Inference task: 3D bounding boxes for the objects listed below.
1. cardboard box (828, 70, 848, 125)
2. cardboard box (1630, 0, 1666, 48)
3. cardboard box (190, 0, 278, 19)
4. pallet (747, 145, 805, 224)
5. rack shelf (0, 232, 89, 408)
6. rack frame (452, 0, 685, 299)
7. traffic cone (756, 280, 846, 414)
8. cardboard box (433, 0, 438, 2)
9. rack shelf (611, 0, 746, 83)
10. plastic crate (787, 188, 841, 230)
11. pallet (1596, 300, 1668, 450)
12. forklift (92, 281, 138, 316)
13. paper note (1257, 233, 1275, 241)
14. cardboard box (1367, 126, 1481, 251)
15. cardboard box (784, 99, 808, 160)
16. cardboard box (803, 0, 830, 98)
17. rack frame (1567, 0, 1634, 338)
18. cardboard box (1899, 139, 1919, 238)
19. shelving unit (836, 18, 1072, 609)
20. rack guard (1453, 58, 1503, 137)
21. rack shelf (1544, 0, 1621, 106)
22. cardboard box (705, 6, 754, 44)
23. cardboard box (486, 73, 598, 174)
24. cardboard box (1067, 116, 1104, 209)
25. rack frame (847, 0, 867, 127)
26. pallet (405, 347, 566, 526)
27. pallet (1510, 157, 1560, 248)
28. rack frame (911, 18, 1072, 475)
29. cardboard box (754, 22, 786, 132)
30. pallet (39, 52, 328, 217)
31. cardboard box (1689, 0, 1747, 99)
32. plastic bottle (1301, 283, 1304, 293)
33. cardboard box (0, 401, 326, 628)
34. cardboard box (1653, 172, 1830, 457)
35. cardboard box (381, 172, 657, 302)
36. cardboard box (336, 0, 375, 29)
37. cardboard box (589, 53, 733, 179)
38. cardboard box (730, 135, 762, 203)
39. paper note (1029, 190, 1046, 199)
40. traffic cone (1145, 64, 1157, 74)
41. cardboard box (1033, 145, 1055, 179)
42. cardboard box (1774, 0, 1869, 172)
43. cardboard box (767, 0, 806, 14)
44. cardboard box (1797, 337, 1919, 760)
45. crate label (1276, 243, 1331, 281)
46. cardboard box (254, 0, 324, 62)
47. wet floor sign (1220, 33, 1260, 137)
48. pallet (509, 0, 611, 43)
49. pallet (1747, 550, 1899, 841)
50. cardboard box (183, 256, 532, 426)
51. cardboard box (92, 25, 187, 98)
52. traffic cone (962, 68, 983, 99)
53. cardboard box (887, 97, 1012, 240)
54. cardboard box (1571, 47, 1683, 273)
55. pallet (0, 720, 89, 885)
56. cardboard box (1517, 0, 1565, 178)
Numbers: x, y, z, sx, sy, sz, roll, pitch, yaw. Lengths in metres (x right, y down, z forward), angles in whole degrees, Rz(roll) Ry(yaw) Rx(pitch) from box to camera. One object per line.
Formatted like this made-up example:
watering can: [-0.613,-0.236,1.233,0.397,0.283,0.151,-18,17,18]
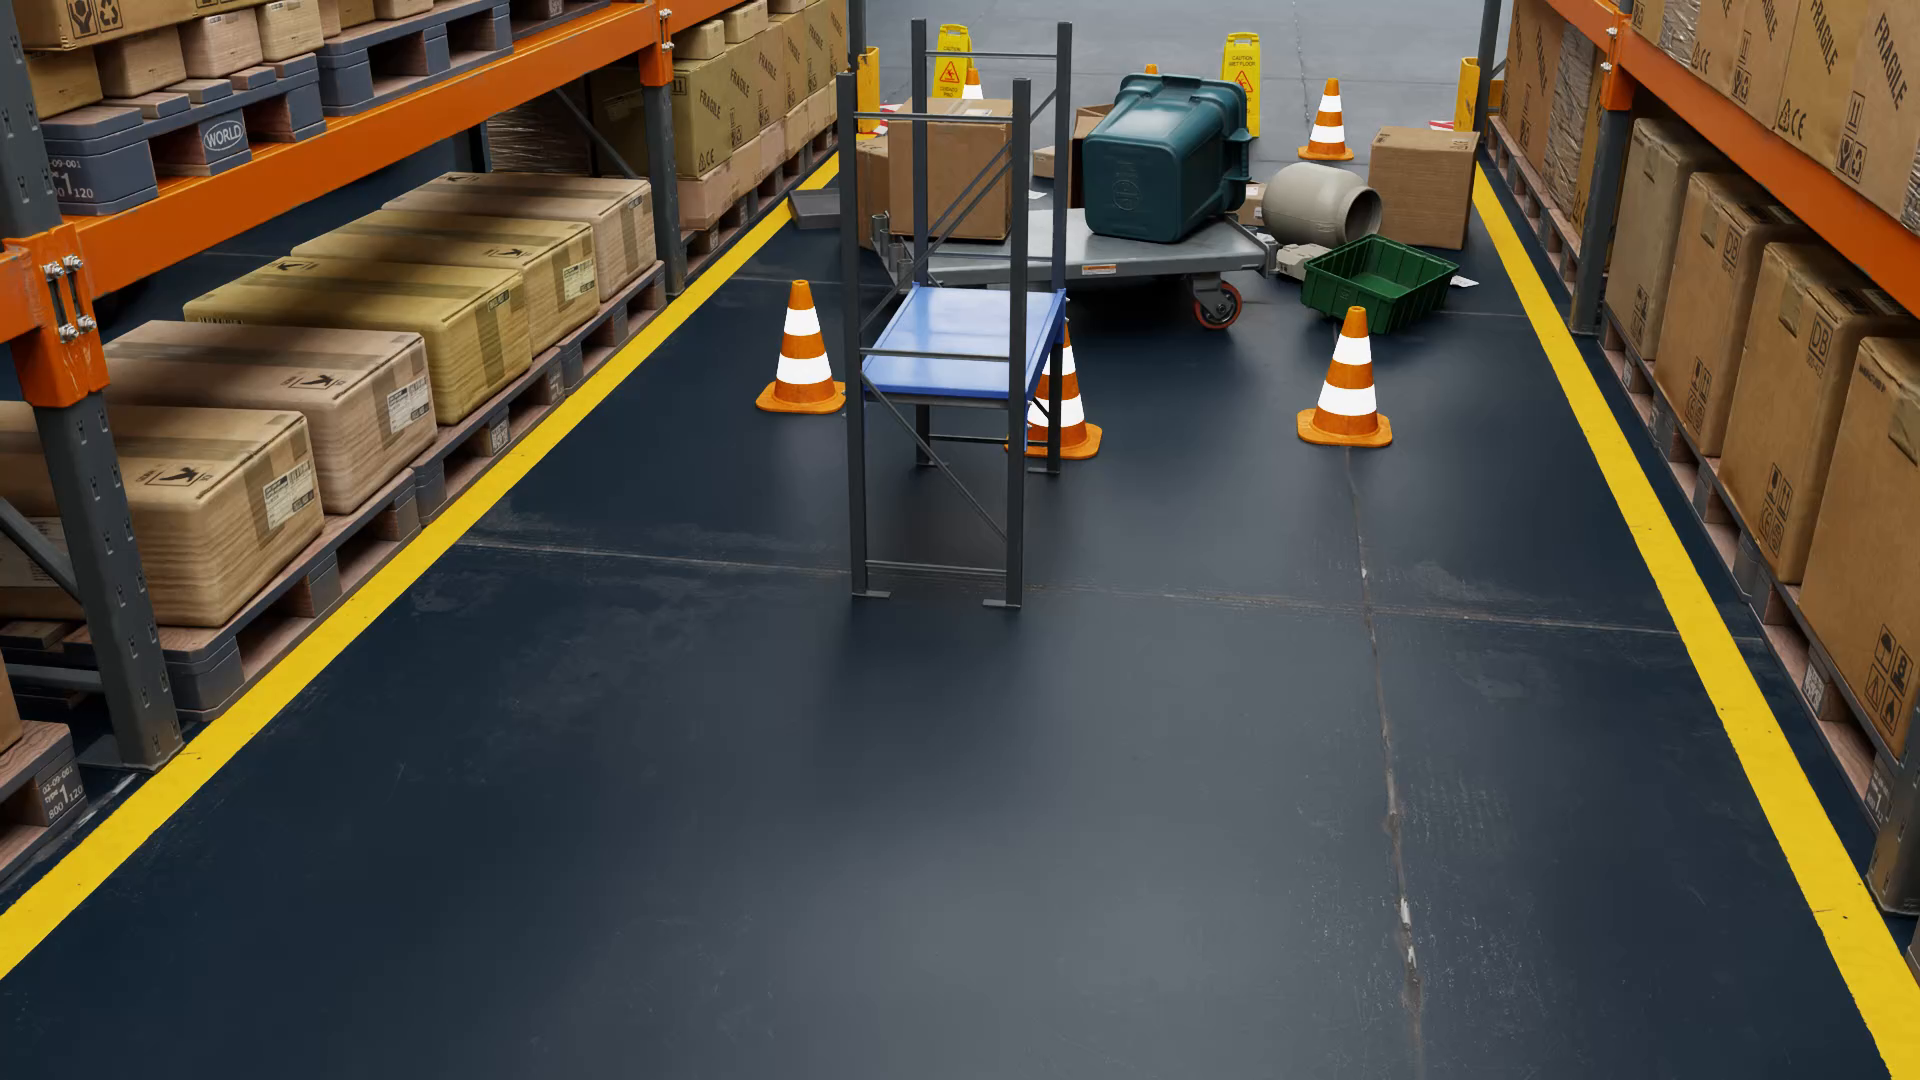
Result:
cardboard box: [-0.996,-2.774,10.386,0.500,0.250,0.500,4,25,8]
cardboard box: [2.770,-2.066,6.008,0.500,0.500,0.500,4,25,9]
cardboard box: [-2.053,-1.611,4.189,0.500,0.500,0.500,5,26,11]
pallet: [-1.507,-2.055,9.391,1.003,0.211,1.213,4,25,9]
rack shelf: [-2.759,0.312,1.893,1.077,0.370,4.000,4,25,9]
rack frame: [-1.779,-2.523,7.101,1.000,3.000,0.127,4,25,9]
traffic cone: [-0.600,-0.758,6.324,0.336,0.463,0.334,4,25,9]
cardboard box: [-1.916,-1.836,5.435,0.380,0.149,0.250,3,25,7]
rack shelf: [-1.452,-3.033,9.041,1.077,0.370,4.000,4,25,9]
plastic crate: [-0.713,-1.800,9.002,0.402,0.080,0.583,-5,25,-10]
pallet: [3.069,-0.631,6.350,1.003,0.211,1.213,4,25,9]
forklift: [-4.518,-2.789,7.752,1.130,2.935,3.031,-5,26,-11]
paper note: [1.538,-1.569,8.574,0.172,0.023,0.155,13,28,26]
cardboard box: [2.362,-1.811,8.527,0.500,0.500,0.500,8,26,18]
cardboard box: [-1.164,-2.349,9.477,0.500,0.250,0.500,3,25,7]
cardboard box: [-1.081,-2.909,9.789,0.500,0.500,0.500,5,26,10]
rack frame: [3.121,-2.222,6.459,1.000,3.000,0.127,4,25,9]
cardboard box: [2.276,-0.801,3.306,0.500,0.500,0.500,4,25,9]
shelving unit: [0.014,-0.715,5.008,0.538,1.500,1.048,4,25,9]
rack guard: [3.779,-2.773,10.584,1.175,0.500,0.348,4,25,9]
rack shelf: [3.448,-2.733,8.398,1.077,0.370,4.000,4,25,9]
cardboard box: [-1.254,-2.592,8.348,0.380,0.149,0.250,5,26,11]
cardboard box: [-1.947,-2.073,8.005,0.500,0.500,0.500,4,25,8]
cardboard box: [0.941,-1.825,8.395,0.797,0.637,0.503,4,25,9]
rack frame: [-1.125,-4.196,10.675,1.000,3.000,0.127,4,25,9]
pallet: [-2.102,-0.422,5.903,1.003,0.211,1.213,4,25,9]
pallet: [3.520,-1.783,8.811,1.003,0.211,1.213,4,25,9]
rack frame: [0.097,-0.928,5.462,0.500,1.500,0.032,4,25,9]
cardboard box: [-1.254,-2.477,8.867,0.500,0.500,0.500,5,26,11]
pallet: [-2.421,-1.068,4.220,1.213,0.211,1.003,4,25,9]
cardboard box: [2.604,-1.646,5.110,0.500,0.500,0.500,4,25,8]
plastic bottle: [1.677,-1.111,7.552,0.133,0.061,0.283,-9,27,-19]
cardboard box: [-2.330,-0.085,4.499,0.950,0.372,0.625,2,25,5]
cardboard box: [2.947,-0.724,5.418,1.050,0.750,0.750,4,25,9]
cardboard box: [-1.862,-1.303,7.100,0.950,0.372,0.625,4,25,9]
cardboard box: [-1.991,-1.617,4.967,0.380,0.149,0.250,5,26,11]
cardboard box: [-1.416,-2.035,7.923,0.500,0.500,0.500,5,26,11]
cardboard box: [-1.340,-1.920,8.561,0.500,0.250,0.500,5,26,11]
paper note: [0.397,-1.968,9.431,0.148,0.019,0.142,13,28,26]
traffic cone: [1.228,-2.843,10.778,0.336,0.463,0.334,4,25,9]
cardboard box: [0.654,-2.217,9.810,0.380,0.149,0.250,19,31,35]
cardboard box: [2.441,-1.219,4.198,0.500,0.500,0.500,4,25,8]
cardboard box: [-1.081,-3.048,9.321,0.380,0.149,0.250,5,26,11]
cardboard box: [2.656,0.031,3.804,1.050,0.750,0.750,4,25,8]
crate label: [1.650,-1.316,7.900,0.298,0.136,0.250,-14,29,-27]
cardboard box: [-1.961,-1.390,4.482,0.380,0.149,0.250,4,25,9]
wet floor sign: [1.826,-2.978,10.851,0.267,0.644,0.232,0,25,-1]
pallet: [-2.047,-2.126,6.481,1.003,0.211,1.213,4,25,9]
pallet: [2.671,0.389,4.169,1.003,0.211,1.213,4,25,9]
cardboard box: [-2.088,-0.711,5.836,0.950,0.372,0.625,5,26,10]
cardboard box: [-2.117,-1.165,4.002,0.380,0.149,0.250,2,25,5]
traffic cone: [0.077,-2.778,10.638,0.336,0.463,0.334,4,25,9]
cardboard box: [-0.018,-1.623,7.234,0.500,0.500,0.500,4,25,9]
cardboard box: [3.293,-1.708,7.372,0.875,0.875,0.875,4,25,9]
pallet: [-2.636,0.738,3.425,1.003,0.211,1.213,4,25,9]
cardboard box: [3.587,-2.467,8.992,0.875,0.875,0.875,4,25,8]
